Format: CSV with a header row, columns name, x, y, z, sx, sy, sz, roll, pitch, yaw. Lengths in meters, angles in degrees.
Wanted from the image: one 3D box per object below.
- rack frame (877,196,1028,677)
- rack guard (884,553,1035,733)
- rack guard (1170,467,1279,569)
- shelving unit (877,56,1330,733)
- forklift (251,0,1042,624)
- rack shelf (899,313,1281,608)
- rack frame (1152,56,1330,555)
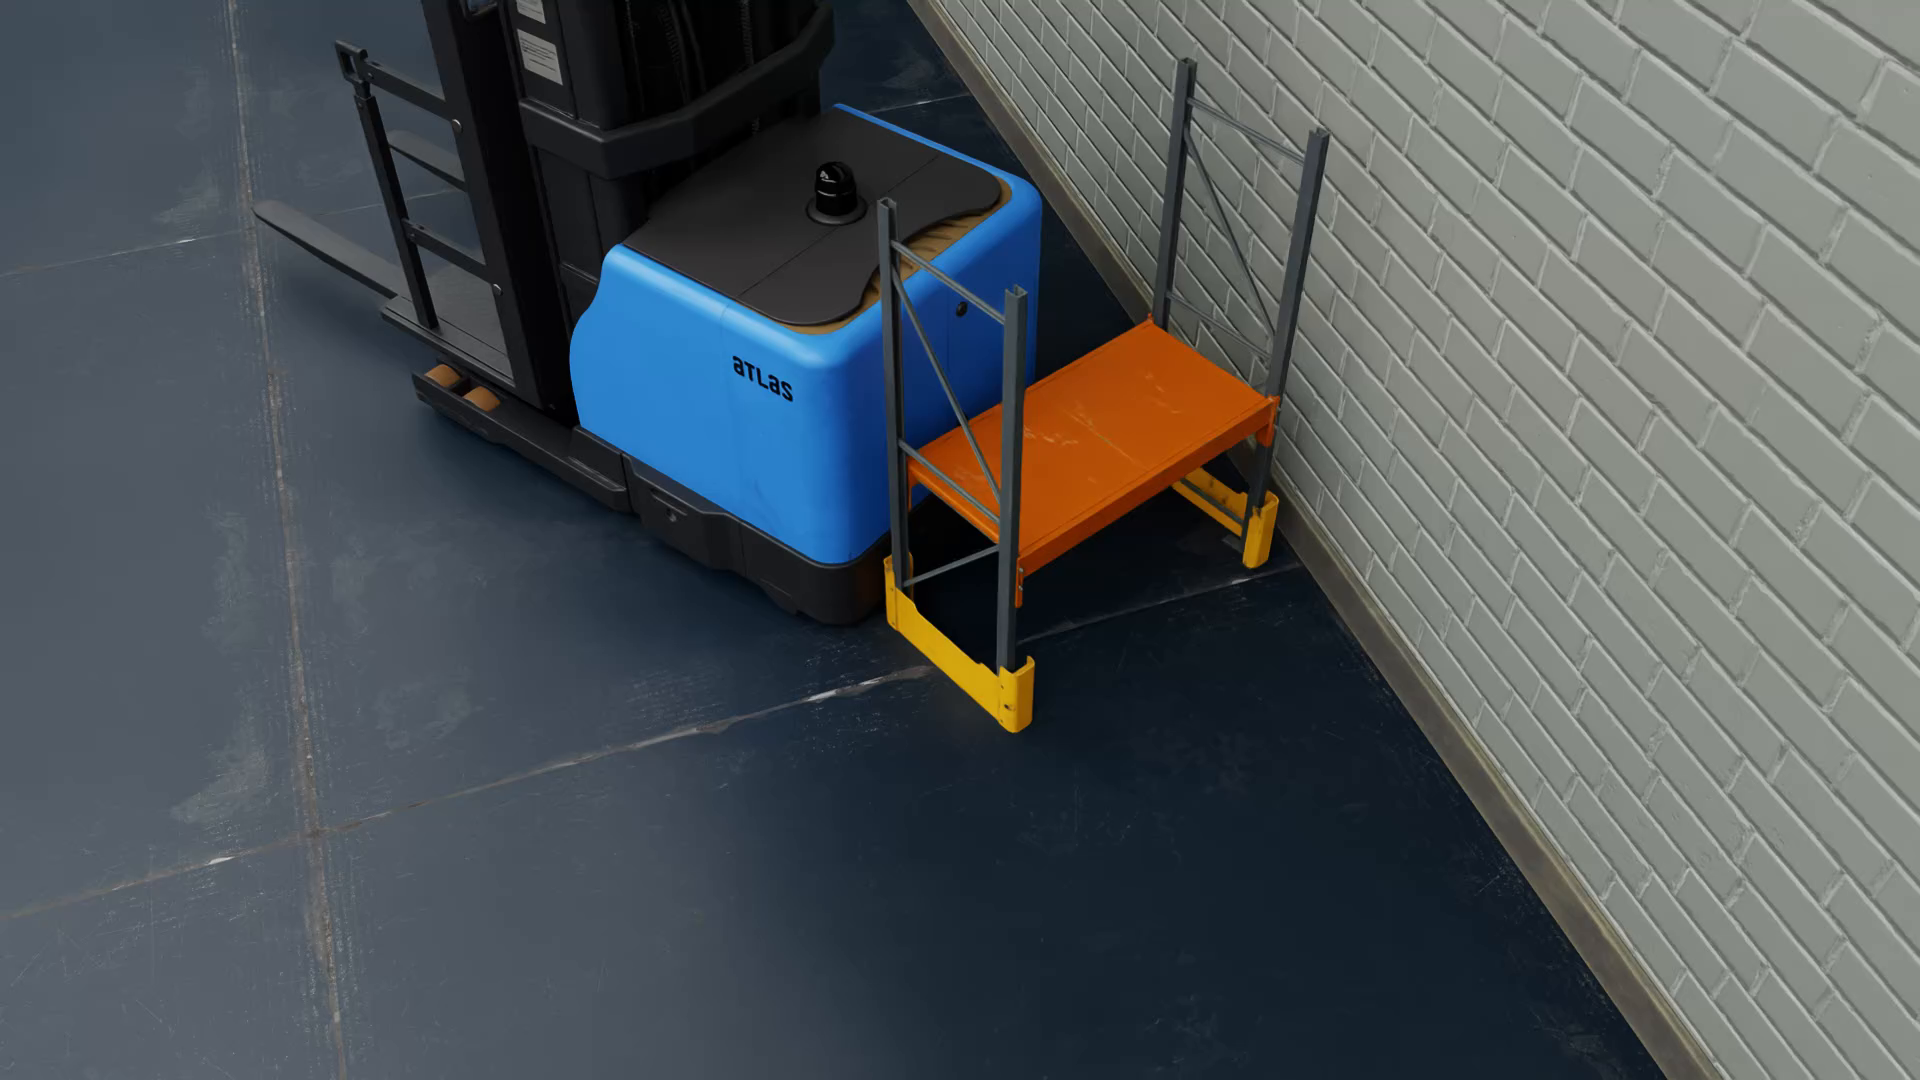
name,x,y,z,sx,sy,sz,roll,pitch,yaw
rack frame,-0.023,-0.145,4.335,0.032,1.500,0.500,-31,53,-27
rack guard,-0.008,0.288,4.787,0.087,0.250,0.587,-31,53,-27
rack guard,0.749,-0.171,5.243,0.087,0.250,0.587,-31,53,-27
shelving unit,0.370,-0.383,4.572,1.083,1.500,0.587,-31,53,-27
forklift,-1.227,-1.650,4.825,3.031,2.935,1.130,28,52,25
rack shelf,0.363,-0.251,4.696,1.000,0.185,0.538,-31,53,-27
rack frame,0.750,-0.612,4.801,0.032,1.500,0.500,-31,53,-27
